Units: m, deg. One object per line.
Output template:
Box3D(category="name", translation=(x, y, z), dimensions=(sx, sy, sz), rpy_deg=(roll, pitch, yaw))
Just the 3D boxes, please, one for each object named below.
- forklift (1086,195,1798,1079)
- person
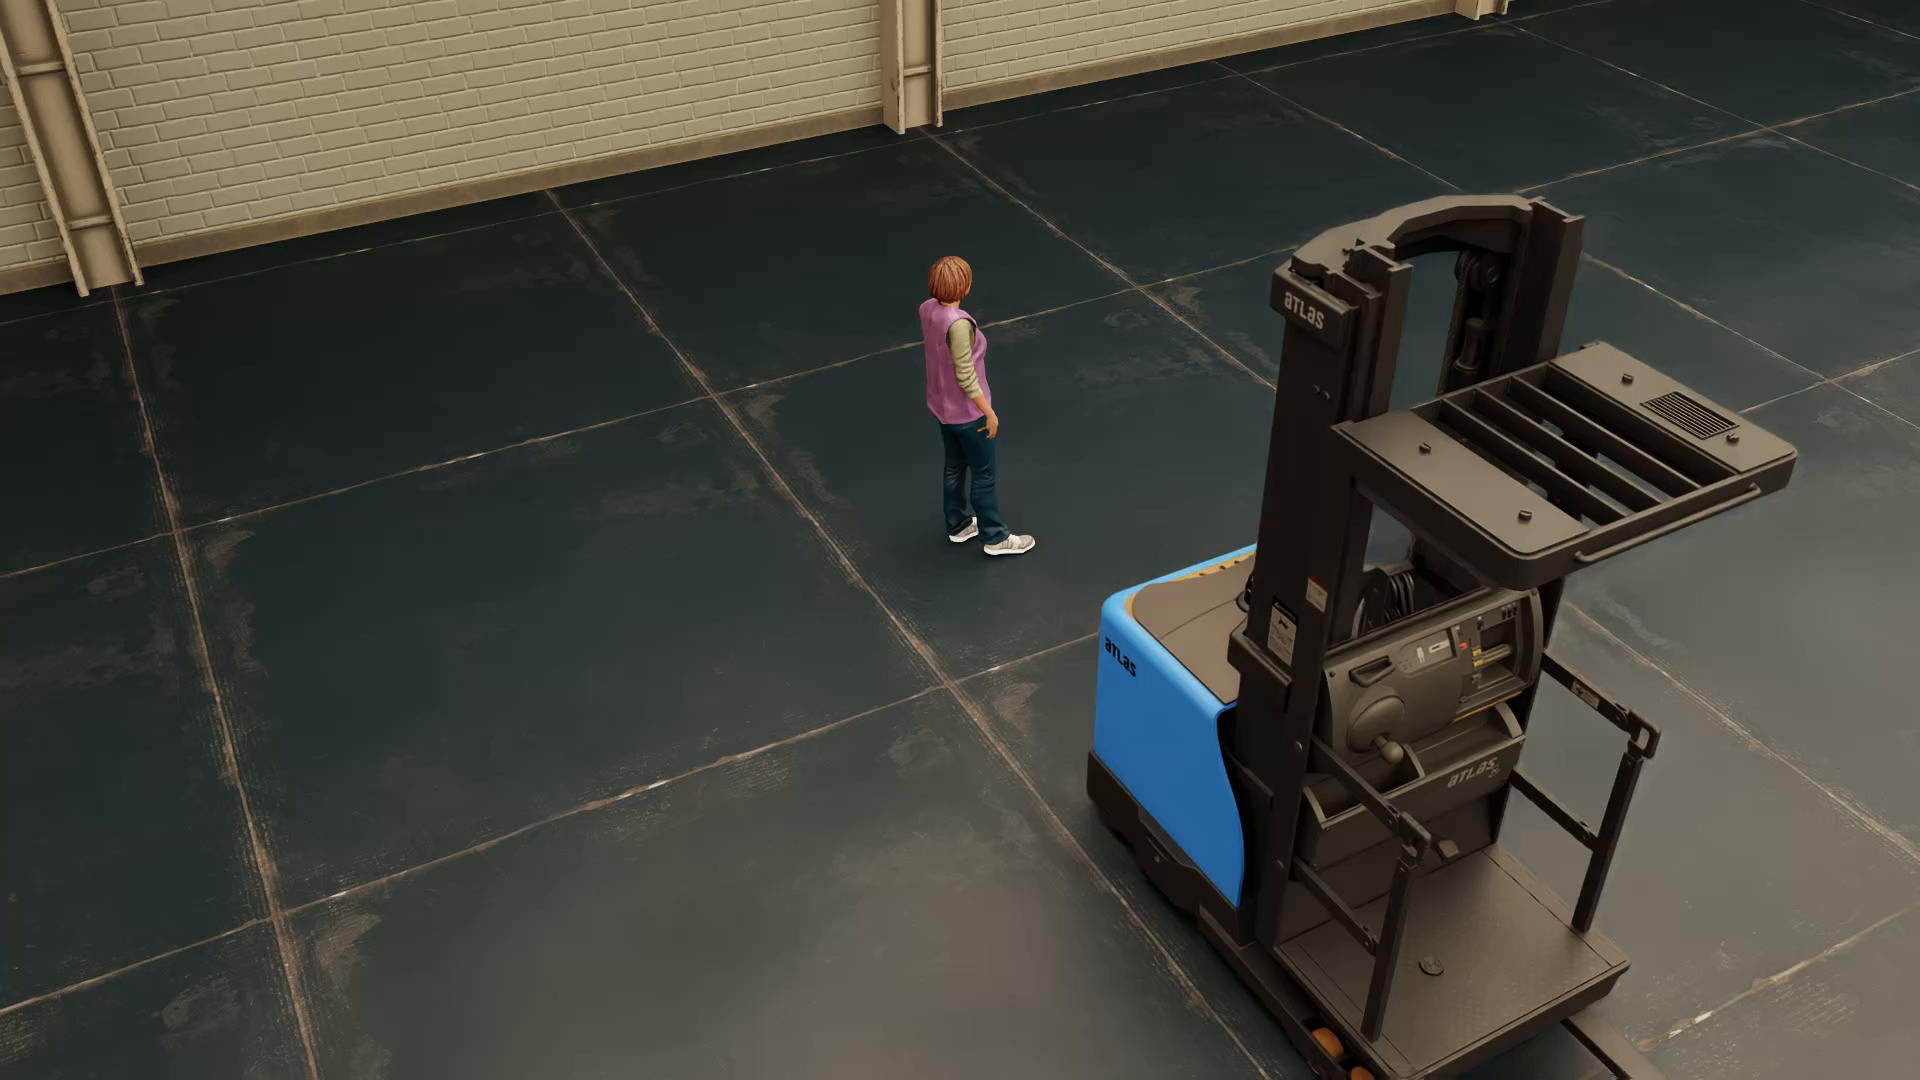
Box3D(category="forklift", translation=(1.694, 0.510, 5.402), dimensions=(1.130, 2.935, 3.031), rpy_deg=(-18, 39, -23))
Box3D(category="person", translation=(0.073, -0.671, 8.215), dimensions=(0.473, 1.599, 0.520), rpy_deg=(-17, 39, -23))
